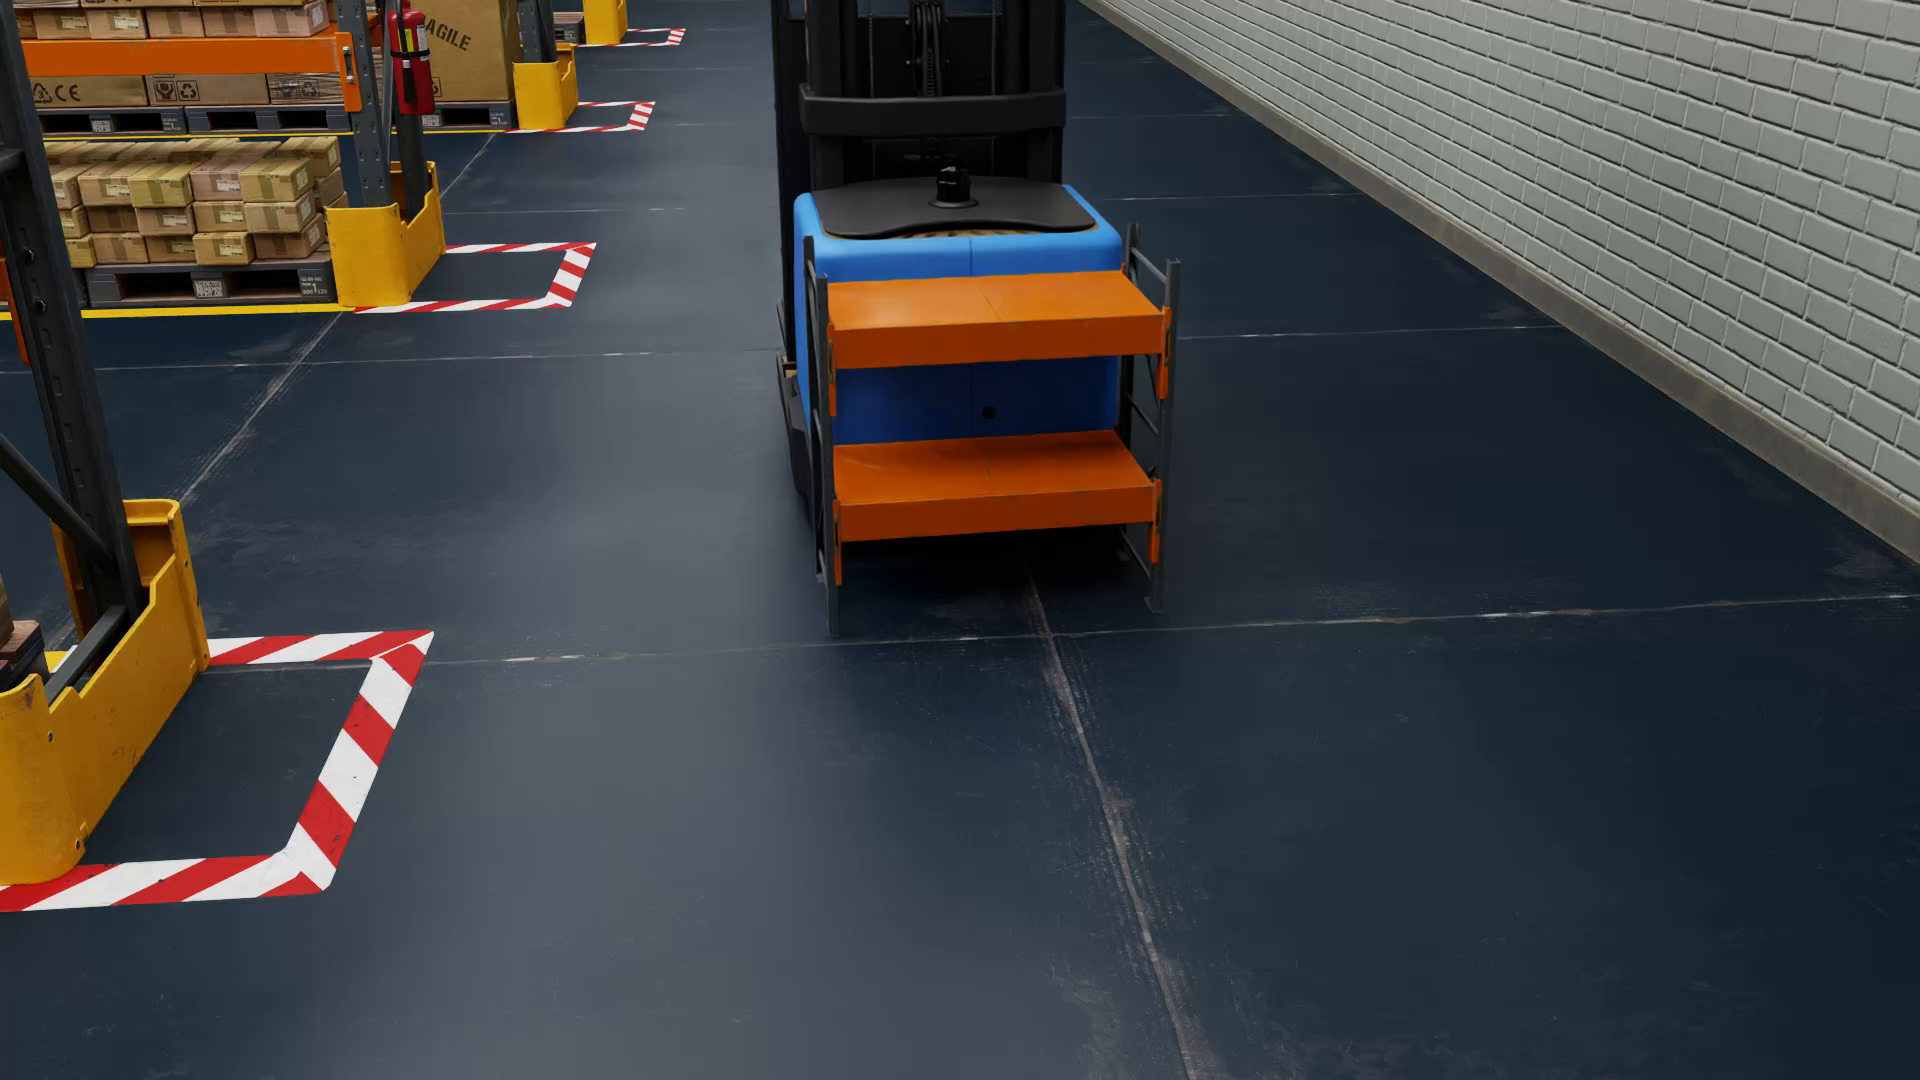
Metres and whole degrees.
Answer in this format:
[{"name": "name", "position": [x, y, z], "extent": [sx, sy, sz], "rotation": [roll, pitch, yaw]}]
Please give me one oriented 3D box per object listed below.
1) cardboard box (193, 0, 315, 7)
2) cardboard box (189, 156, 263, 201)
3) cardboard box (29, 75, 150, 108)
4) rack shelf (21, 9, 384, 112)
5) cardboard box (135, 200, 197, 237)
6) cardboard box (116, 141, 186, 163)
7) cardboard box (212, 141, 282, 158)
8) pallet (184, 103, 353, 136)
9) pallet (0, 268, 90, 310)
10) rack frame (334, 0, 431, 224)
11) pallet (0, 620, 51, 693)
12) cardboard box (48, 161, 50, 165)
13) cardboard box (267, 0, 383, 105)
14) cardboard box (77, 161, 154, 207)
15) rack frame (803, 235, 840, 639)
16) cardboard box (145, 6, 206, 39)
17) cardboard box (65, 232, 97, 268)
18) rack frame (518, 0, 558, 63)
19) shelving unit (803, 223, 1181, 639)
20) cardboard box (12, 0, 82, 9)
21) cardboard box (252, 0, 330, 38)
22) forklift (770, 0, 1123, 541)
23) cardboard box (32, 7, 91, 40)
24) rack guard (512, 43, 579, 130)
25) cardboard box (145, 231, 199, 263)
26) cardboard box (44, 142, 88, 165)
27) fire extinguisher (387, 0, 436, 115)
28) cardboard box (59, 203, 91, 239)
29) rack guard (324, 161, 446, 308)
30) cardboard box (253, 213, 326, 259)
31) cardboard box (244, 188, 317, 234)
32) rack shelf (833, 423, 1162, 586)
[{"name": "cardboard box", "position": [-3.377, -2.846, 7.972], "extent": [0.500, 0.500, 0.500], "rotation": [-2, 24, -4]}, {"name": "cardboard box", "position": [-3.713, -1.837, 8.451], "extent": [0.250, 0.149, 0.380], "rotation": [-2, 24, -4]}, {"name": "cardboard box", "position": [-6.658, -3.851, 12.820], "extent": [0.875, 0.875, 0.875], "rotation": [-2, 24, -5]}, {"name": "rack shelf", "position": [-4.946, -2.378, 8.293], "extent": [4.000, 0.370, 1.077], "rotation": [-2, 24, -5]}, {"name": "cardboard box", "position": [-3.969, -1.654, 8.405], "extent": [0.250, 0.149, 0.380], "rotation": [-3, 24, -7]}, {"name": "cardboard box", "position": [-4.275, -2.003, 8.824], "extent": [0.250, 0.149, 0.380], "rotation": [-3, 24, -8]}, {"name": "cardboard box", "position": [-3.773, -2.005, 8.827], "extent": [0.250, 0.149, 0.380], "rotation": [-2, 24, -4]}, {"name": "pallet", "position": [-5.342, -3.410, 13.163], "extent": [1.213, 0.211, 1.003], "rotation": [-2, 24, -5]}, {"name": "pallet", "position": [-5.054, -1.444, 8.739], "extent": [1.213, 0.211, 1.003], "rotation": [-2, 24, -5]}, {"name": "rack frame", "position": [-2.955, -2.787, 8.327], "extent": [0.127, 3.000, 1.000], "rotation": [-2, 24, -5]}, {"name": "pallet", "position": [-3.156, 0.548, 4.258], "extent": [1.213, 0.211, 1.003], "rotation": [-2, 24, -5]}, {"name": "cardboard box", "position": [-4.757, -1.792, 8.349], "extent": [0.250, 0.149, 0.380], "rotation": [-3, 24, -7]}, {"name": "cardboard box", "position": [-4.877, -3.922, 12.981], "extent": [0.875, 0.875, 0.875], "rotation": [-2, 24, -5]}, {"name": "cardboard box", "position": [-4.222, -1.791, 8.347], "extent": [0.250, 0.149, 0.380], "rotation": [-3, 24, -7]}, {"name": "rack frame", "position": [-0.424, -0.314, 5.073], "extent": [0.032, 1.125, 0.500], "rotation": [-4, 24, -9]}, {"name": "cardboard box", "position": [-3.751, -2.534, 8.067], "extent": [0.250, 0.149, 0.380], "rotation": [-3, 24, -6]}, {"name": "cardboard box", "position": [-4.468, -1.493, 8.409], "extent": [0.250, 0.149, 0.380], "rotation": [-3, 24, -8]}, {"name": "rack frame", "position": [-3.342, -4.796, 12.846], "extent": [0.127, 3.000, 1.000], "rotation": [-2, 24, -5]}, {"name": "shelving unit", "position": [0.078, -0.348, 5.148], "extent": [1.048, 1.125, 0.538], "rotation": [-4, 24, -9]}, {"name": "cardboard box", "position": [-4.394, -2.804, 7.876], "extent": [0.500, 0.500, 0.500], "rotation": [-2, 24, -5]}, {"name": "cardboard box", "position": [-3.252, -2.545, 8.091], "extent": [0.250, 0.149, 0.380], "rotation": [-2, 24, -5]}, {"name": "forklift", "position": [-0.190, -1.902, 6.420], "extent": [1.130, 2.935, 3.031], "rotation": [-4, 24, -8]}, {"name": "cardboard box", "position": [-4.268, -2.516, 8.026], "extent": [0.250, 0.149, 0.380], "rotation": [-3, 24, -7]}, {"name": "rack guard", "position": [-3.318, -3.654, 13.356], "extent": [0.348, 0.500, 1.175], "rotation": [-2, 24, -5]}, {"name": "cardboard box", "position": [-3.976, -1.544, 8.523], "extent": [0.250, 0.149, 0.380], "rotation": [-2, 24, -5]}, {"name": "cardboard box", "position": [-4.818, -2.004, 8.825], "extent": [0.250, 0.149, 0.380], "rotation": [-2, 24, -4]}, {"name": "fire extinguisher", "position": [-2.659, -2.405, 8.021], "extent": [0.183, 0.674, 0.296], "rotation": [-2, 24, -5]}, {"name": "cardboard box", "position": [-4.483, -1.628, 8.347], "extent": [0.250, 0.149, 0.380], "rotation": [-2, 24, -4]}, {"name": "rack guard", "position": [-3.031, -1.642, 8.828], "extent": [0.348, 0.500, 1.175], "rotation": [-2, 24, -5]}, {"name": "cardboard box", "position": [-3.459, -1.571, 8.584], "extent": [0.250, 0.149, 0.380], "rotation": [-2, 24, -4]}, {"name": "cardboard box", "position": [-3.452, -1.675, 8.453], "extent": [0.250, 0.149, 0.380], "rotation": [-3, 24, -7]}, {"name": "rack shelf", "position": [0.078, -0.125, 5.247], "extent": [1.000, 0.278, 0.538], "rotation": [-4, 24, -9]}]
